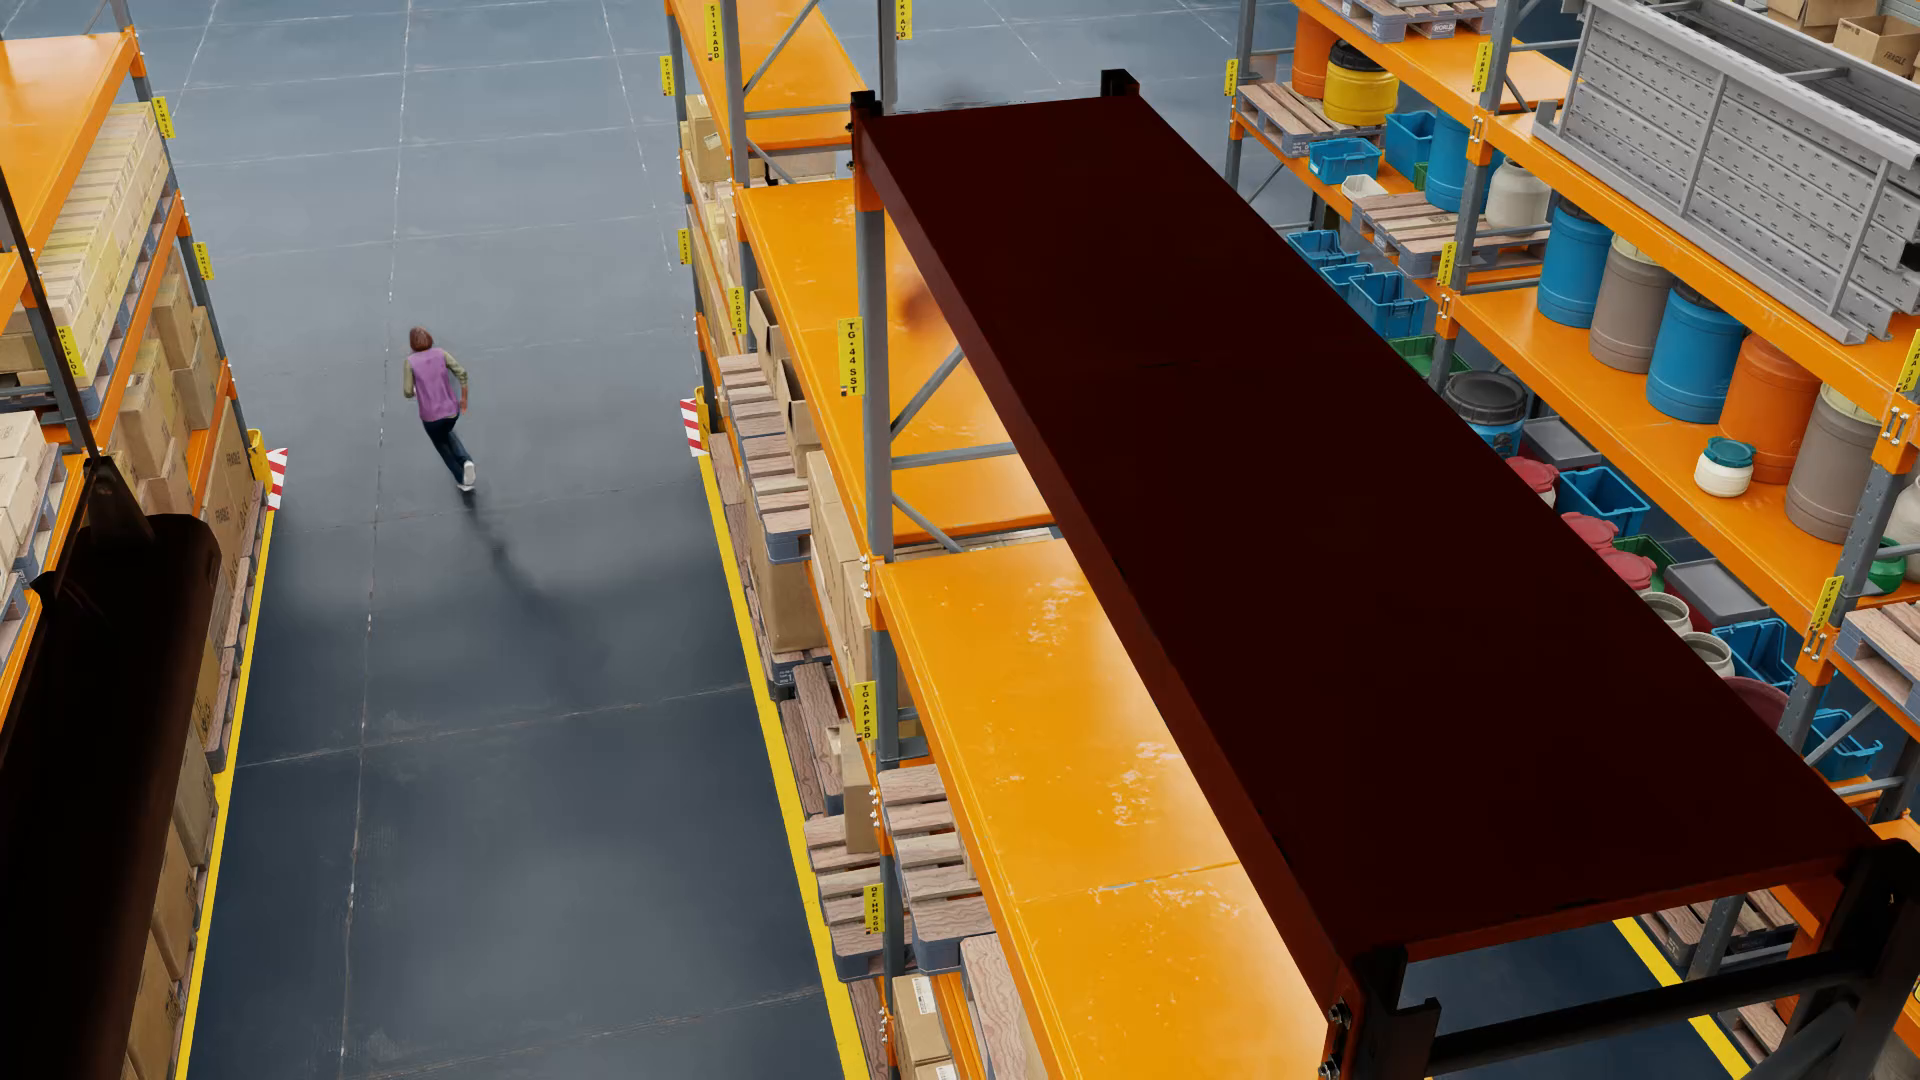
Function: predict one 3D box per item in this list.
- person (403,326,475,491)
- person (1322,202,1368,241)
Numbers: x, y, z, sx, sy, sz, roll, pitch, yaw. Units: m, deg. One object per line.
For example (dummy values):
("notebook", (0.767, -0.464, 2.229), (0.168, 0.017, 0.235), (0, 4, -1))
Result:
("person", (-4.495, -1.107, 14.359), (0.524, 1.542, 0.580), (-25, 41, -31))
("person", (4.365, -4.028, 18.405), (0.909, 1.752, 0.711), (2, 34, 2))
